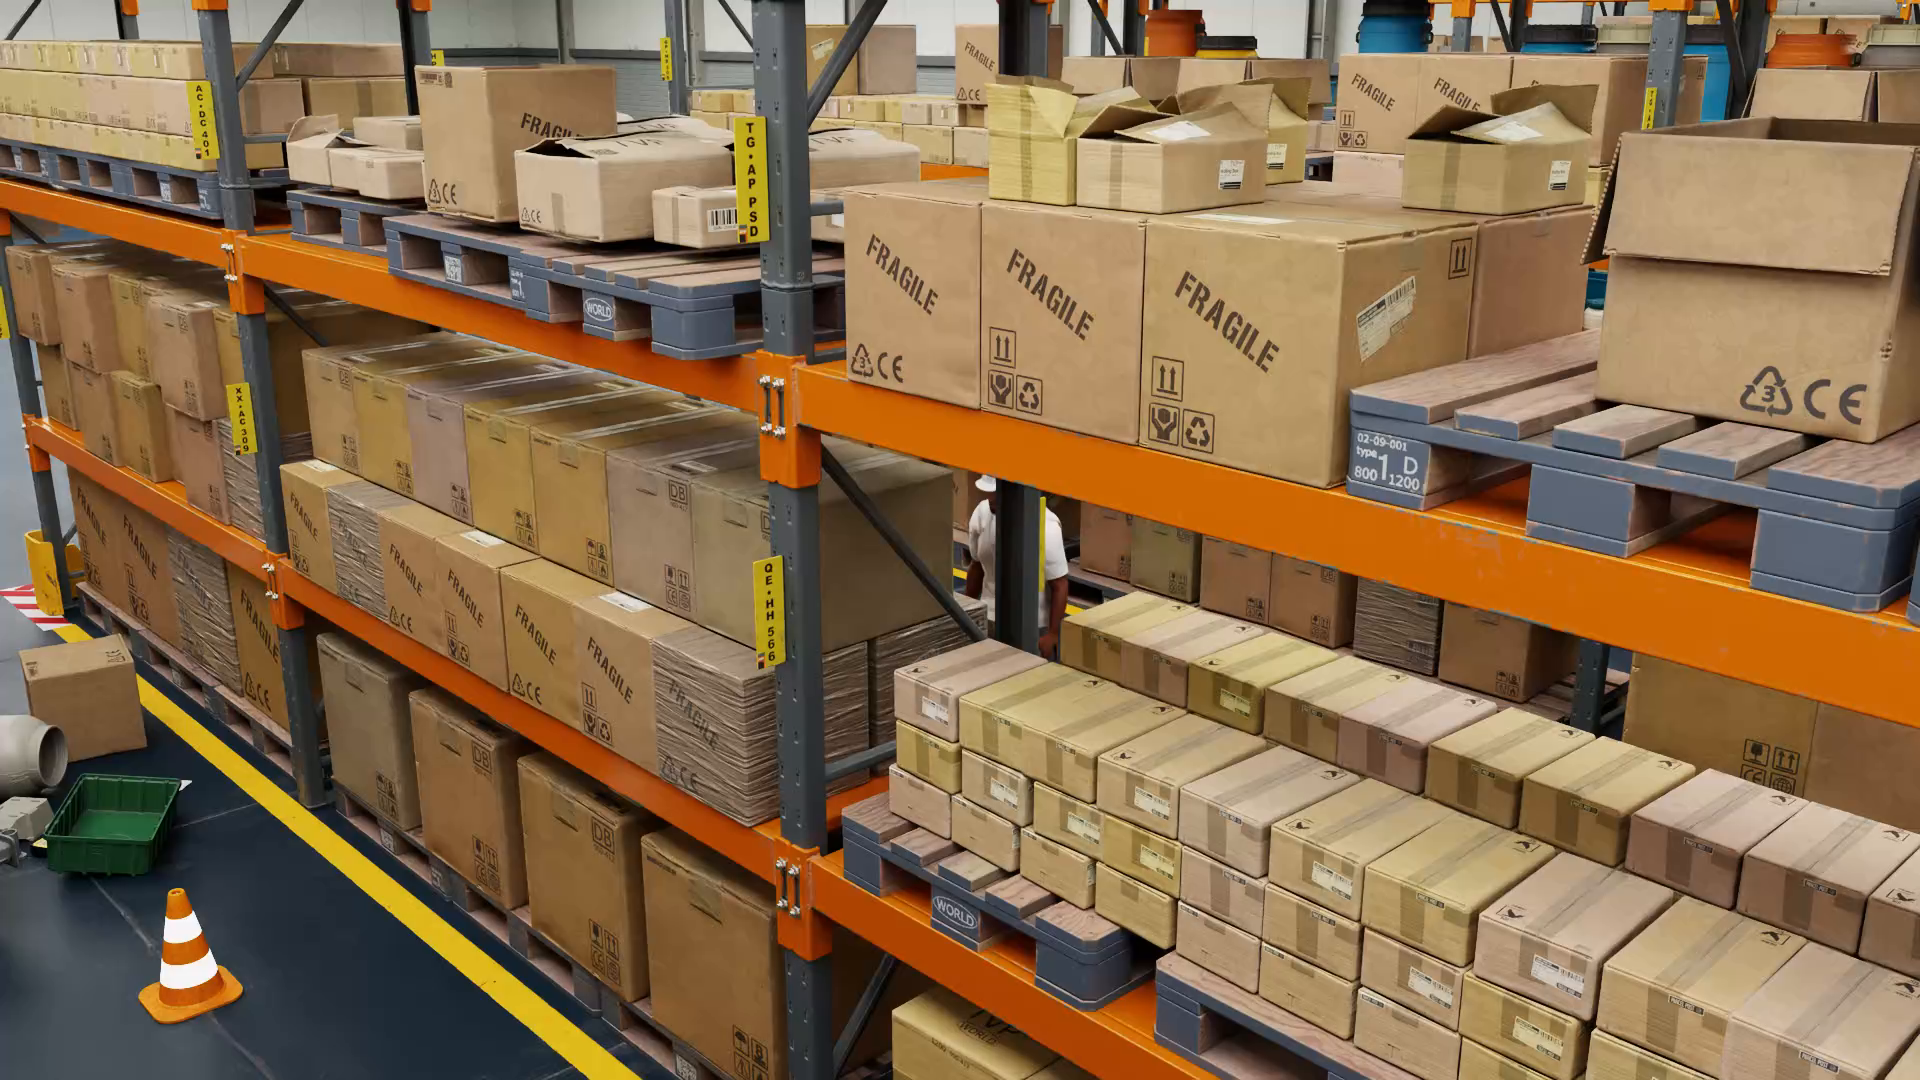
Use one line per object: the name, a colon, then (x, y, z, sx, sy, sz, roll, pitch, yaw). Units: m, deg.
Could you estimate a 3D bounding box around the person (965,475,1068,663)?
person: (0.244, 0.405, 8.208, 0.622, 1.759, 0.459, 16, 23, 42)
